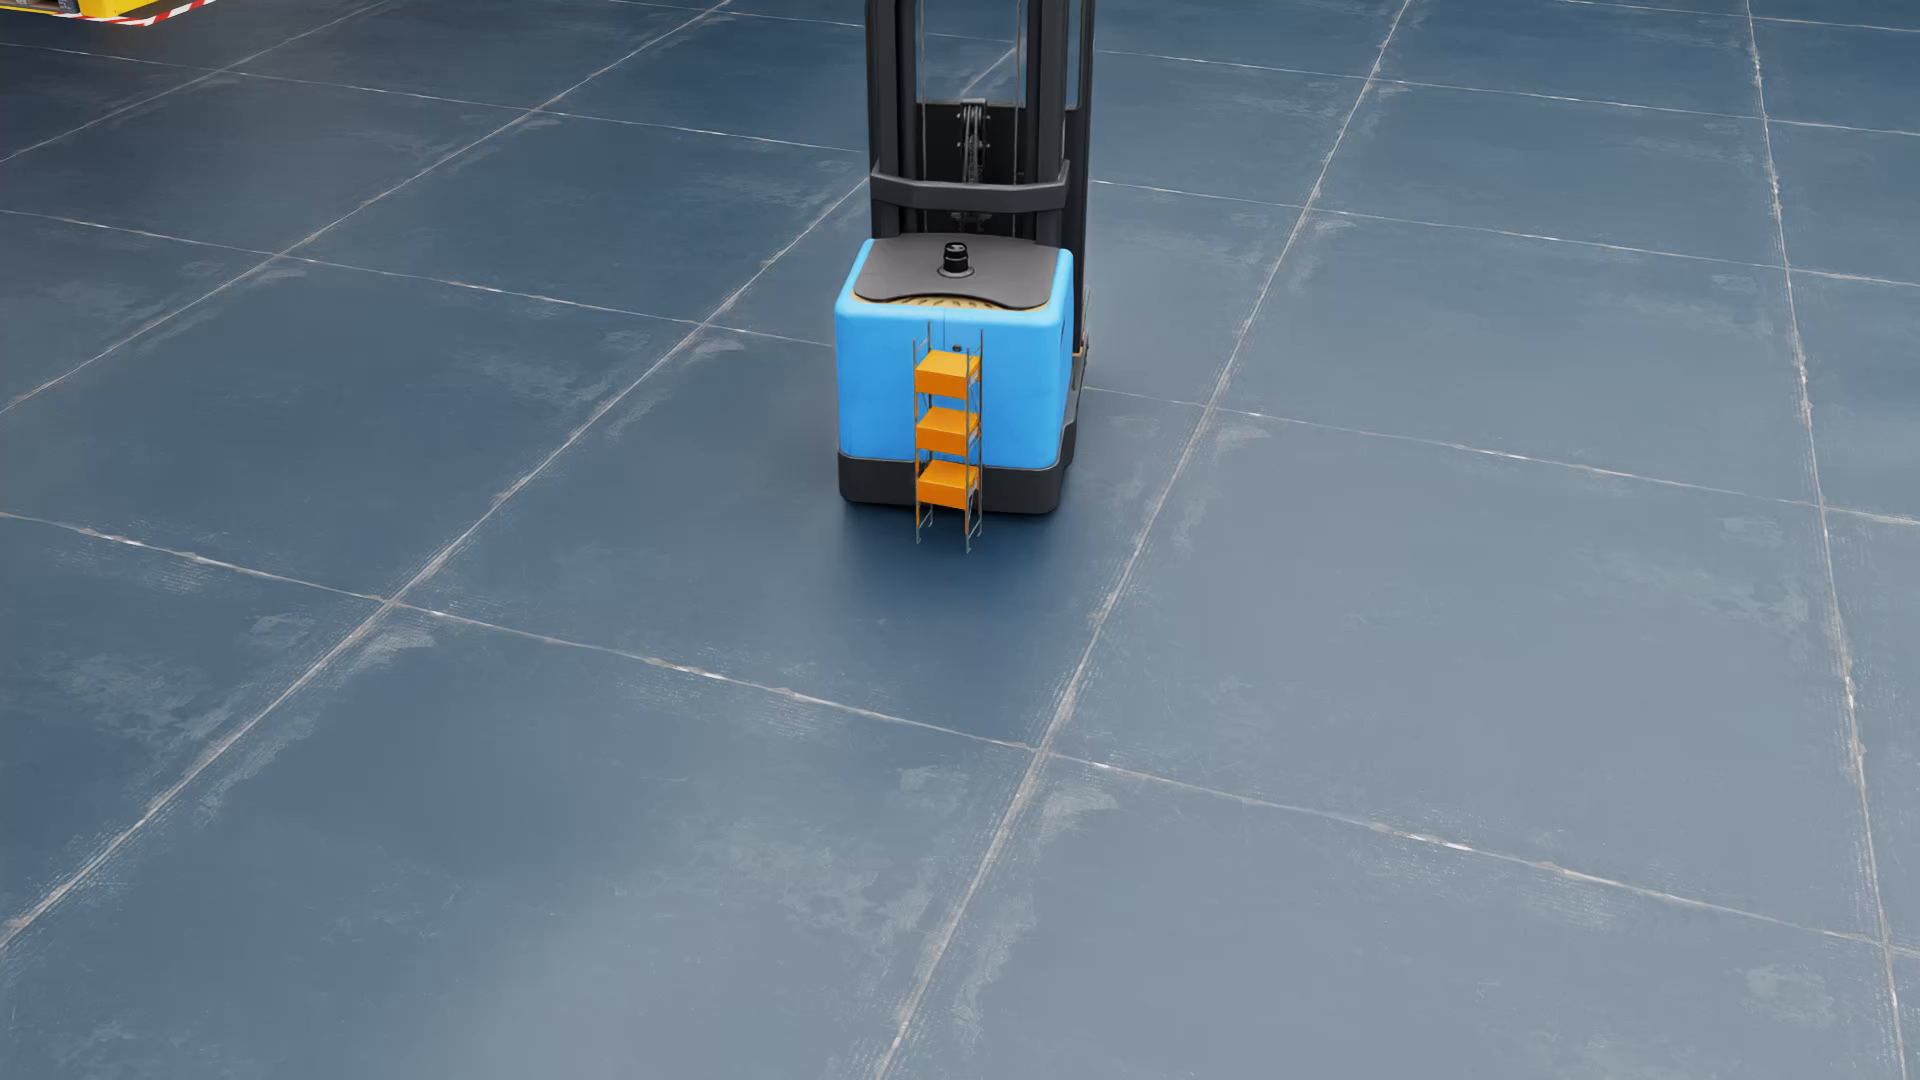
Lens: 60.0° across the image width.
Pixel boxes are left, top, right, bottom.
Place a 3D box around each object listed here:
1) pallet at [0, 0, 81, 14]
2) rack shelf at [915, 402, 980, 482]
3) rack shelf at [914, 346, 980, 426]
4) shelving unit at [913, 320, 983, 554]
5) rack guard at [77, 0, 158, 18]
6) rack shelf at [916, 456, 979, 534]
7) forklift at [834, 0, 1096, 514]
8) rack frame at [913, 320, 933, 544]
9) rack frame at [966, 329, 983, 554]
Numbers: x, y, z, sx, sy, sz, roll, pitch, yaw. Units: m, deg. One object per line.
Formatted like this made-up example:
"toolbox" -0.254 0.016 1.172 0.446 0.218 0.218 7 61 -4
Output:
"pallet" -8.482 -5.252 15.689 1.213 0.211 1.003 11 34 16
"rack shelf" -0.050 -0.441 7.485 0.240 0.259 0.215 11 34 16
"rack shelf" -0.050 -0.680 7.332 0.240 0.259 0.215 11 34 16
"shelving unit" -0.050 -0.450 7.480 0.252 1.050 0.215 11 34 16
"rack guard" -7.681 -5.262 15.439 0.348 0.500 1.175 11 34 16
"rack shelf" -0.050 -0.208 7.636 0.240 0.259 0.215 11 34 16
"forklift" 0.127 -2.136 8.357 1.130 2.935 3.031 4 33 6
"rack frame" -0.166 -0.472 7.513 0.008 1.050 0.200 11 34 16
"rack frame" 0.065 -0.428 7.446 0.008 1.050 0.200 11 34 16
